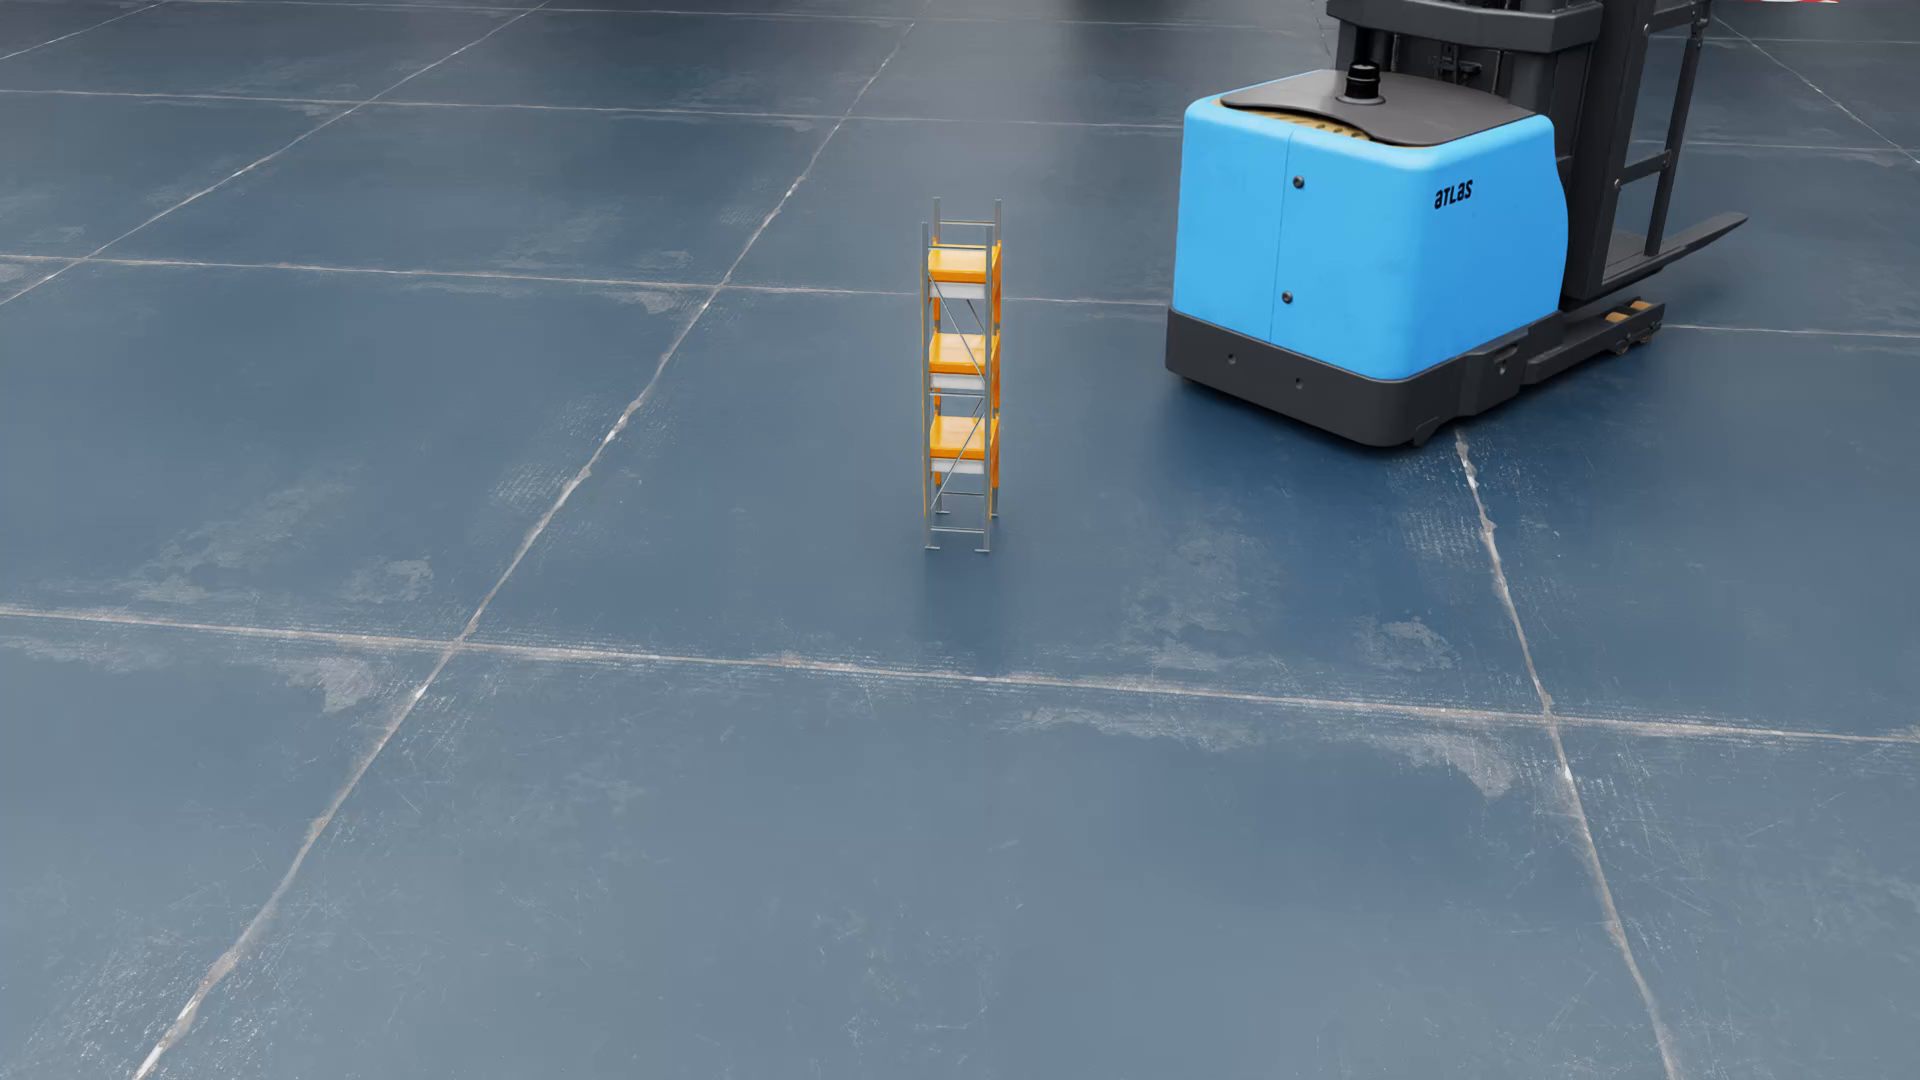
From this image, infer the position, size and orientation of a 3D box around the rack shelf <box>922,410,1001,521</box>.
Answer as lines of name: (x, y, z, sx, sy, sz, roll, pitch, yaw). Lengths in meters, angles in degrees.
rack shelf: (0.007, -0.233, 5.185, 0.215, 0.259, 0.240, 3, 28, 6)

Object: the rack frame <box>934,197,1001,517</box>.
rack frame: (0.022, -0.545, 5.154, 0.200, 1.050, 0.008, 3, 28, 6)

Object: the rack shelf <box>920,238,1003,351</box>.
rack shelf: (0.007, -0.728, 4.918, 0.215, 0.259, 0.240, 3, 28, 6)

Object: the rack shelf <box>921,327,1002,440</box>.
rack shelf: (0.007, -0.478, 5.053, 0.215, 0.259, 0.240, 3, 28, 6)

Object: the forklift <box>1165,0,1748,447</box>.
forklift: (2.209, -2.191, 6.227, 3.031, 2.935, 1.130, -23, 36, -36)

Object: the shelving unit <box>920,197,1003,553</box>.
shelving unit: (0.007, -0.487, 5.048, 0.215, 1.050, 0.252, 3, 28, 6)

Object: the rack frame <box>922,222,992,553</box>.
rack frame: (-0.008, -0.430, 4.941, 0.200, 1.050, 0.008, 3, 28, 6)
